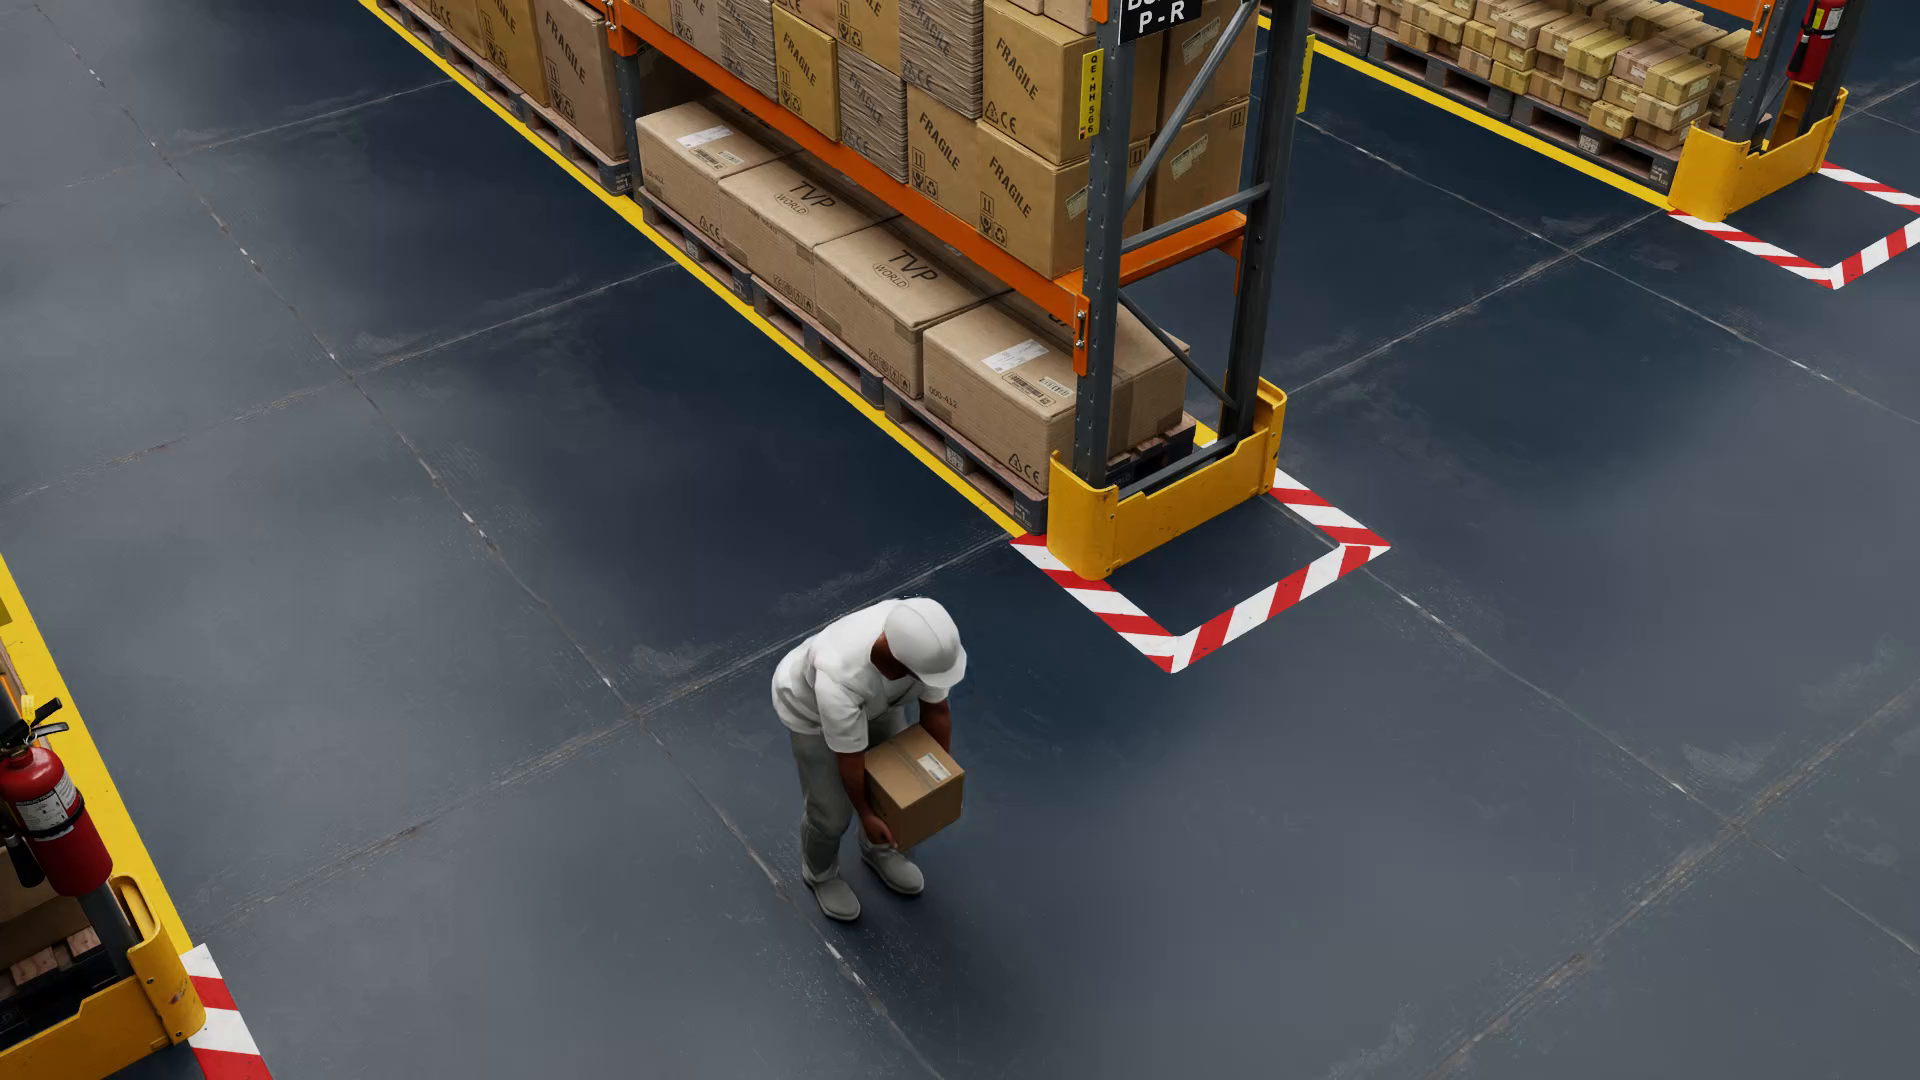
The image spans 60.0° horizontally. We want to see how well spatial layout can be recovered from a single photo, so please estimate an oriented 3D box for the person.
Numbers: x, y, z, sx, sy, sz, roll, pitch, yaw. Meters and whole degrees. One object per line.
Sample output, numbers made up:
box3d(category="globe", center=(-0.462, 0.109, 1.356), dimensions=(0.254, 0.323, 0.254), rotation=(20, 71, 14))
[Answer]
box3d(category="person", center=(-0.263, 0.680, 5.466), dimensions=(0.489, 1.588, 0.763), rotation=(-27, 47, -29))
